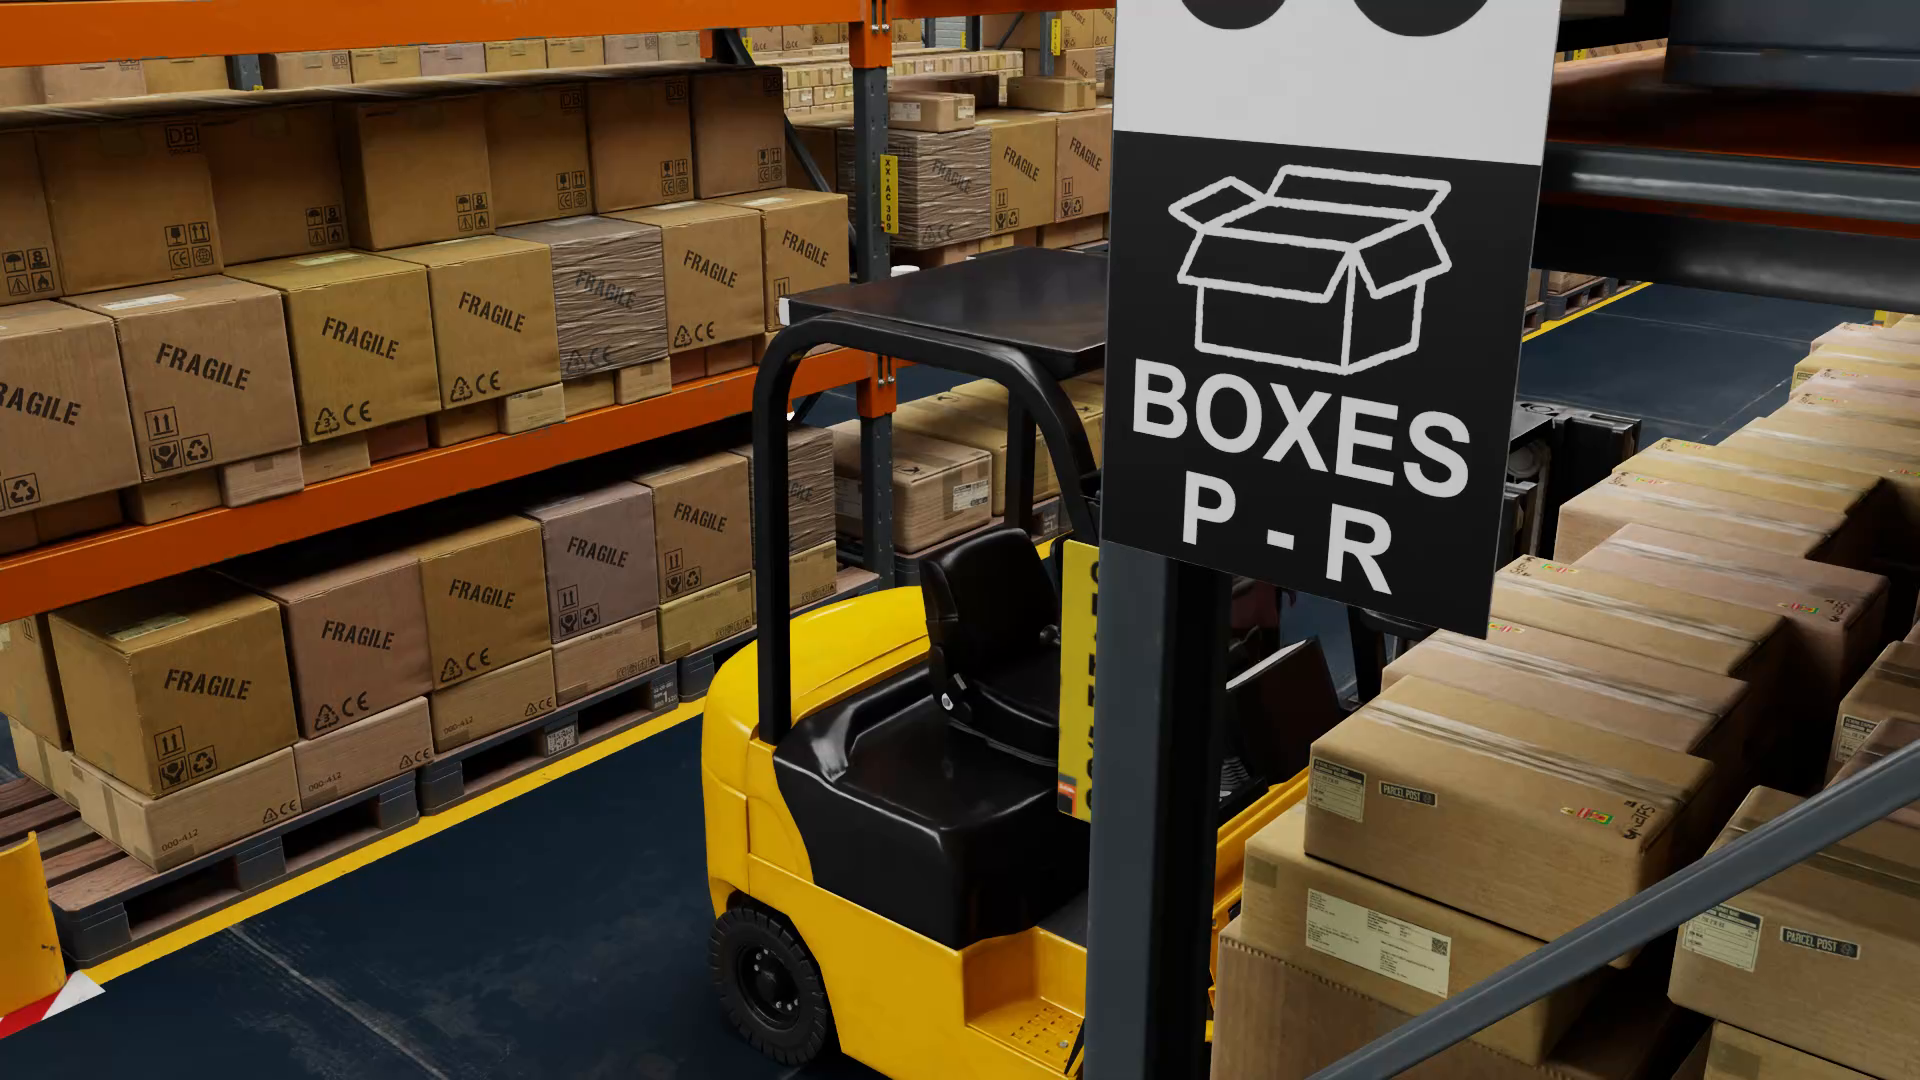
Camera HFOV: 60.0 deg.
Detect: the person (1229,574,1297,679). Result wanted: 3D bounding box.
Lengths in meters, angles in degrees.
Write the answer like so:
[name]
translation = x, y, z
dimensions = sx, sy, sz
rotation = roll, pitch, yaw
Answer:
[person]
translation = 1.056, 0.082, 5.871
dimensions = 0.468, 1.847, 0.622
rotation = 12, 23, 30
